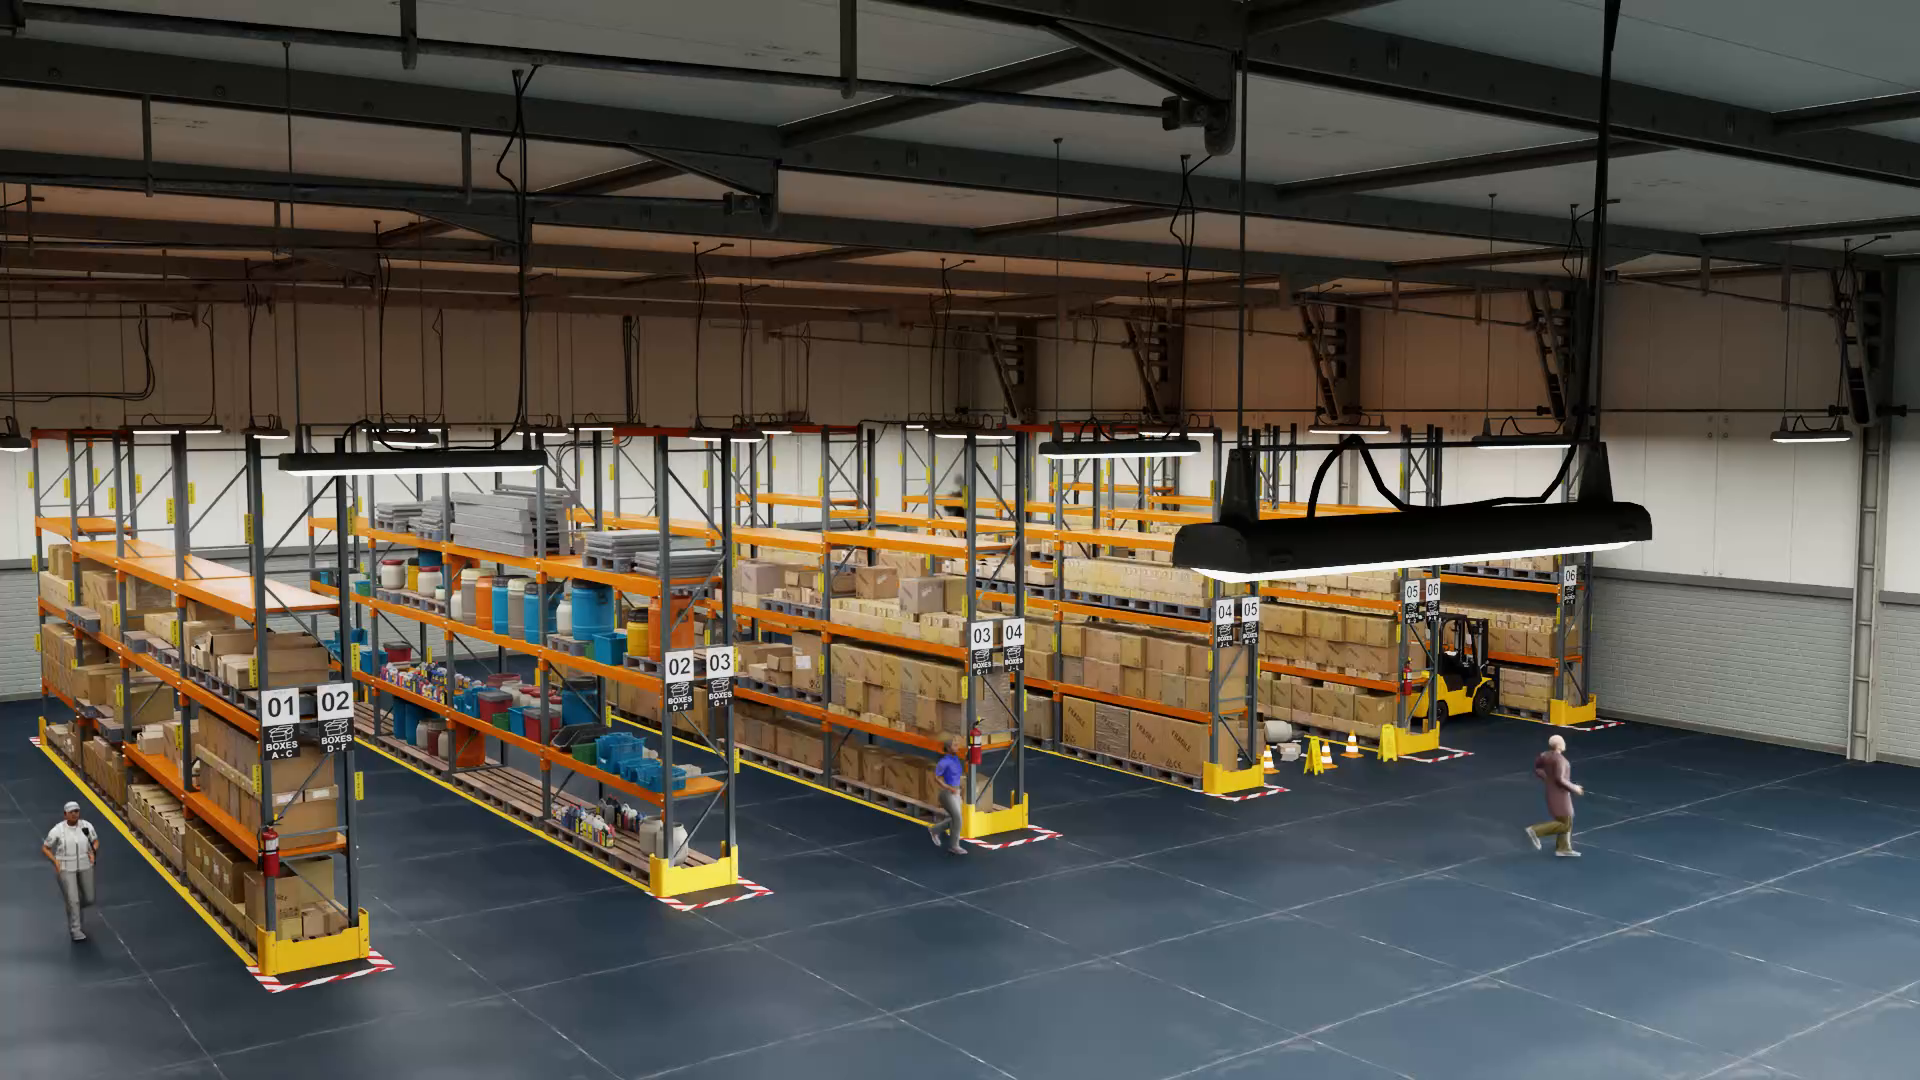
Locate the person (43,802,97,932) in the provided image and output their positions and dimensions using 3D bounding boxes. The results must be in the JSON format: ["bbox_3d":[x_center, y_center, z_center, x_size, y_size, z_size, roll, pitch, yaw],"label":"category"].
[{"bbox_3d":[-10.674,3.917,20.008,0.584,1.558,0.588,-4,6,-43],"label":"person"}]

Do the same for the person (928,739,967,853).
[{"bbox_3d":[-0.174,3.672,23.892,0.641,1.637,0.594,2,5,24],"label":"person"}]

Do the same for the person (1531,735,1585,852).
[{"bbox_3d":[8.383,3.582,23.482,0.702,1.671,0.716,0,4,-3],"label":"person"}]
